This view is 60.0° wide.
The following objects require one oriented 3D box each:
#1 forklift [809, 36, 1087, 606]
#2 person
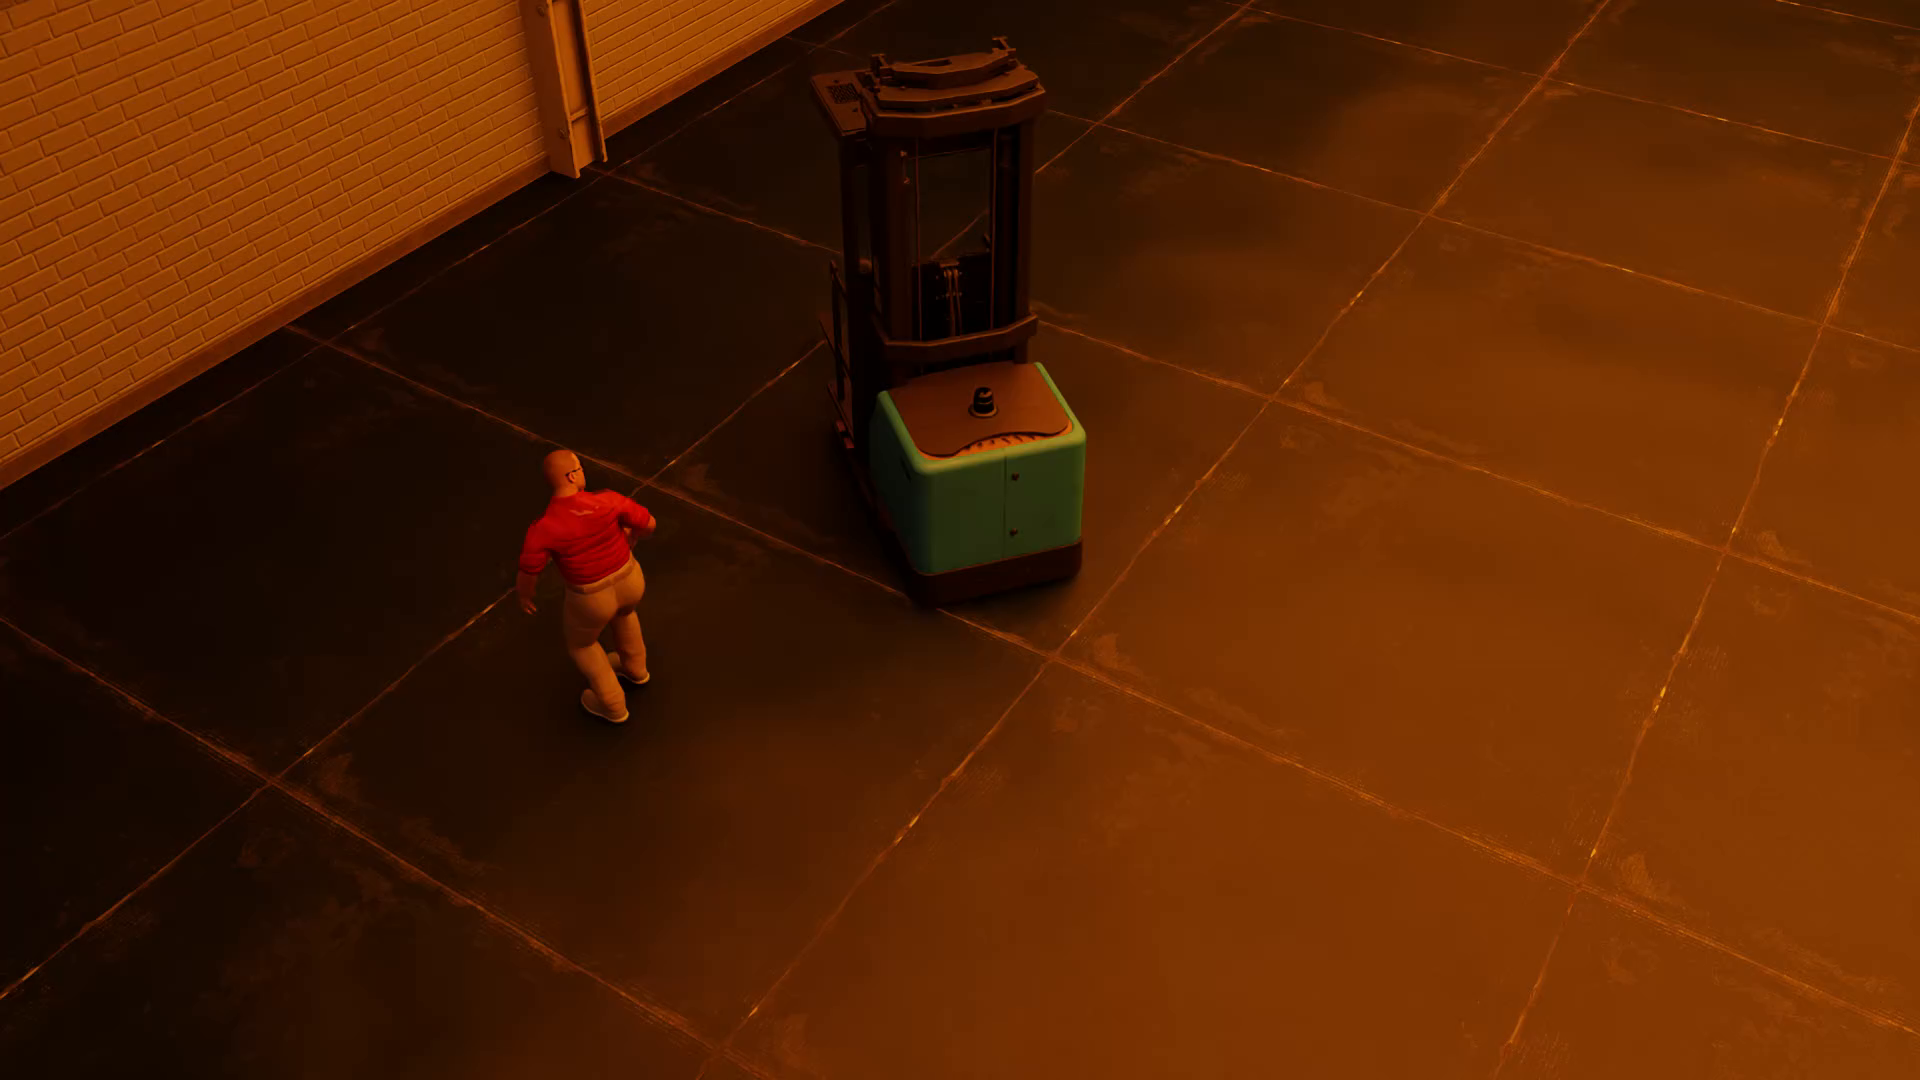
[{"bbox_3d":[-0.215,-1.697,9.969,1.130,2.935,3.031,-12,42,-14],"label":"forklift"},{"bbox_3d":[-1.953,0.221,8.671,0.736,1.696,0.507,-27,47,-28],"label":"person"}]
